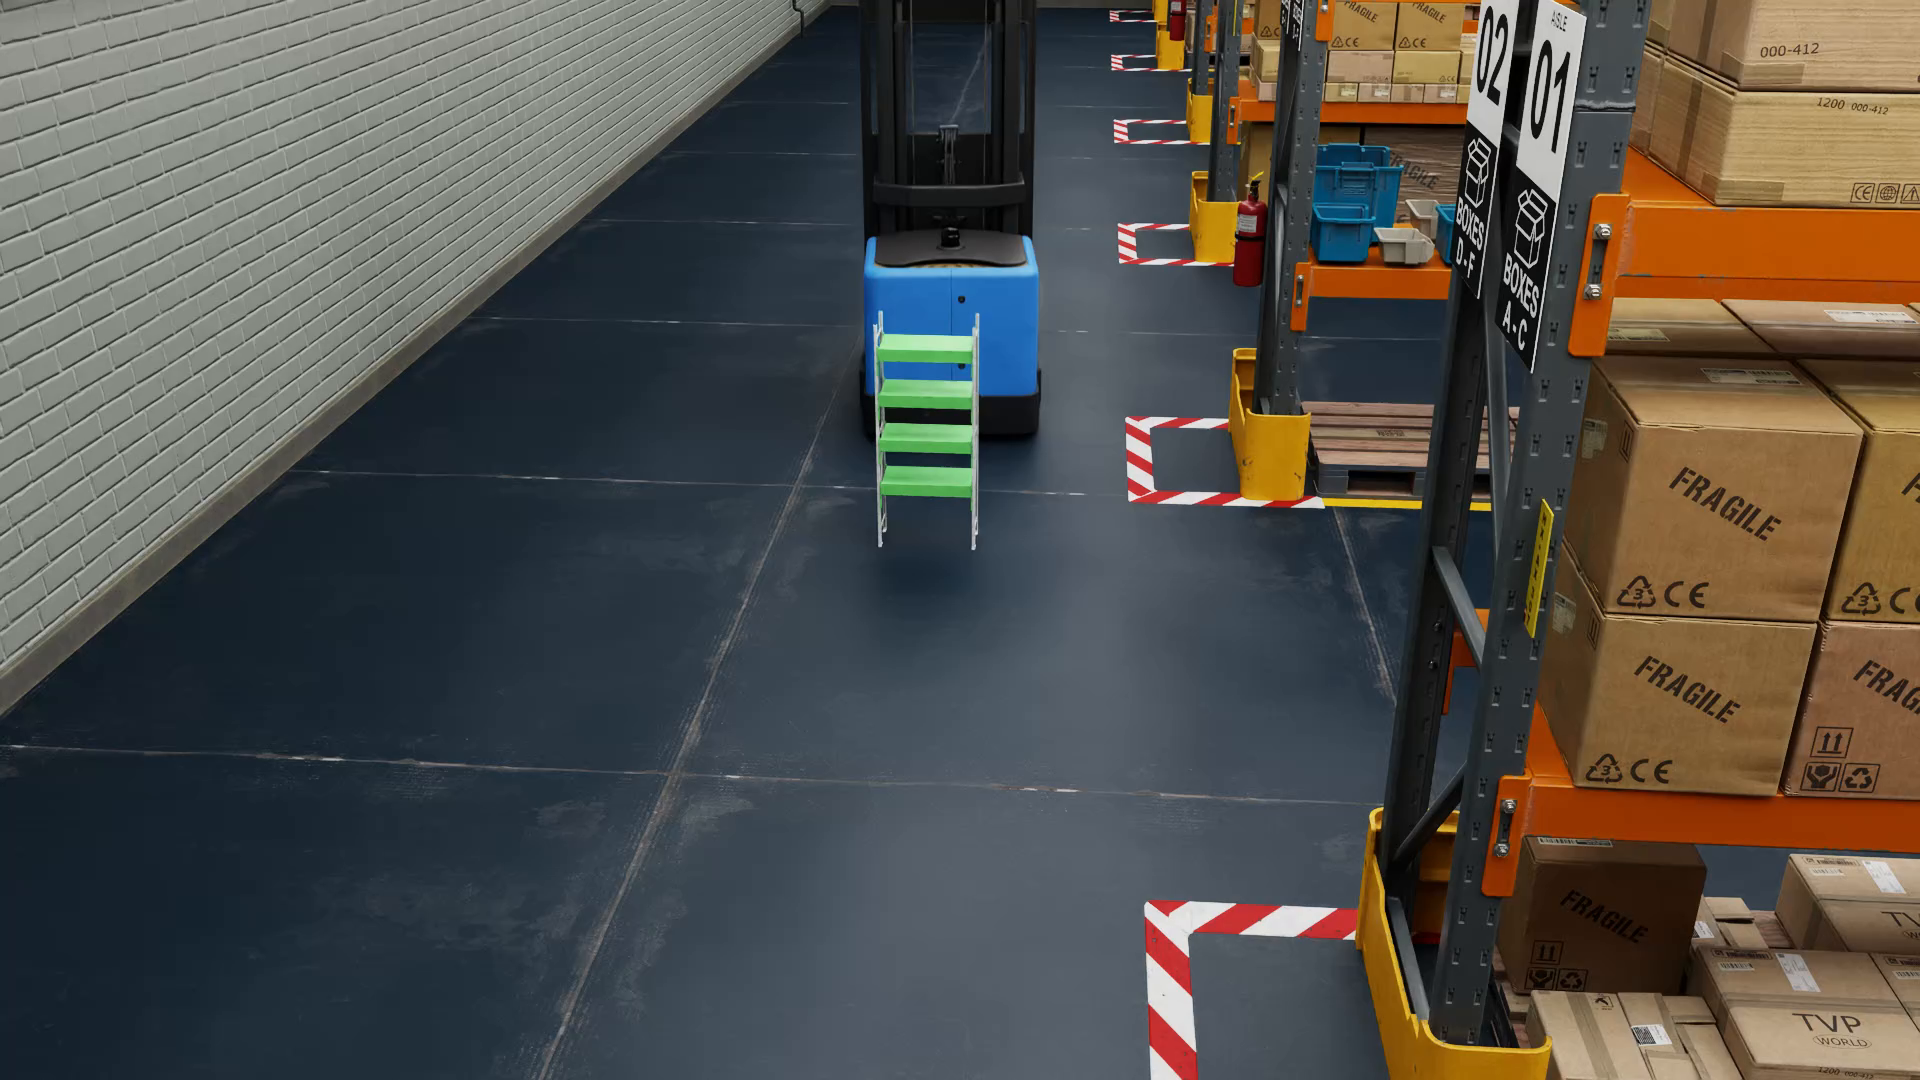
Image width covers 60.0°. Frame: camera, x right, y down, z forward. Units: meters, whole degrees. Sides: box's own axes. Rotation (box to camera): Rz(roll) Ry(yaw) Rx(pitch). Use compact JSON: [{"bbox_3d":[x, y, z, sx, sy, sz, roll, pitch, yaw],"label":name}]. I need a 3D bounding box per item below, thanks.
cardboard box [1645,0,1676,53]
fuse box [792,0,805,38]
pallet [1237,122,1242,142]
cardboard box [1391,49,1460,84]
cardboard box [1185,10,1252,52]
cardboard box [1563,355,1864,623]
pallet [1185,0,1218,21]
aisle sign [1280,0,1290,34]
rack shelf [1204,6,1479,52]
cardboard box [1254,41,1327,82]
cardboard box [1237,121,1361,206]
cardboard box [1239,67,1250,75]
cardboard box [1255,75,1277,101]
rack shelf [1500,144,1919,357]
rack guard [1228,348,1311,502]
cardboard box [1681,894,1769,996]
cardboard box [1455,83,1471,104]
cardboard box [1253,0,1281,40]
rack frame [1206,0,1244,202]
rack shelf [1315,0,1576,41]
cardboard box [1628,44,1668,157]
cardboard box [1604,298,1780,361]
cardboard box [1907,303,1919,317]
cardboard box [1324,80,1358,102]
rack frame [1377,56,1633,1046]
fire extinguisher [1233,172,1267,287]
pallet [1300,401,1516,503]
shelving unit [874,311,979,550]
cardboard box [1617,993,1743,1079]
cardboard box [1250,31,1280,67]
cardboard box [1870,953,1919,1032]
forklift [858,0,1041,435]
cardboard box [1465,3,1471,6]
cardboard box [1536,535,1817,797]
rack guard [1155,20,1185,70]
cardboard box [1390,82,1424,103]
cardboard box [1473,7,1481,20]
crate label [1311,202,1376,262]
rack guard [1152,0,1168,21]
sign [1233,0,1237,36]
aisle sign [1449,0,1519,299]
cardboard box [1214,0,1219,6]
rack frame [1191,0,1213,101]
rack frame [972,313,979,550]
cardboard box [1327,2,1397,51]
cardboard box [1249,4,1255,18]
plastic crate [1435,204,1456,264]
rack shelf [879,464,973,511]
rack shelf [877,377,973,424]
[{"bbox_3d":[1.954,-1.375,4.143,0.500,0.250,0.500,2,25,4],"label":"cardboard box"},{"bbox_3d":[-2.374,-8.479,25.130,0.414,1.711,0.539,2,25,4],"label":"fuse box"},{"bbox_3d":[3.548,-4.646,18.595,1.213,0.211,1.003,2,25,4],"label":"pallet"},{"bbox_3d":[3.662,-3.800,13.244,0.500,0.250,0.500,1,25,2],"label":"cardboard box"},{"bbox_3d":[3.609,-7.070,23.089,0.875,0.438,0.875,1,25,2],"label":"cardboard box"},{"bbox_3d":[1.845,-0.139,4.148,0.500,0.500,0.500,3,25,6],"label":"cardboard box"},{"bbox_3d":[4.190,-8.797,27.616,1.213,0.211,1.003,2,25,4],"label":"pallet"},{"bbox_3d":[1.756,-3.133,8.861,0.004,0.787,0.394,2,25,4],"label":"aisle sign"},{"bbox_3d":[4.659,-5.566,18.118,4.000,0.370,1.077,2,25,4],"label":"rack shelf"},{"bbox_3d":[2.643,-3.832,13.312,0.500,0.250,0.500,1,25,3],"label":"cardboard box"},{"bbox_3d":[2.829,-3.131,14.005,0.875,0.875,0.875,2,25,4],"label":"cardboard box"},{"bbox_3d":[3.212,-5.211,18.683,0.250,0.149,0.380,2,25,5],"label":"cardboard box"},{"bbox_3d":[2.513,-3.629,13.350,0.250,0.149,0.380,2,25,5],"label":"cardboard box"},{"bbox_3d":[3.417,-0.736,4.032,4.000,0.370,1.077,2,25,4],"label":"rack shelf"},{"bbox_3d":[1.781,-0.688,9.647,0.348,0.500,1.175,2,25,4],"label":"rack guard"},{"bbox_3d":[2.380,1.289,5.224,0.250,0.166,0.380,2,25,4],"label":"cardboard box"},{"bbox_3d":[4.047,-3.581,13.244,0.250,0.149,0.380,1,25,3],"label":"cardboard box"},{"bbox_3d":[2.691,-4.394,13.637,0.500,0.500,0.500,2,25,5],"label":"cardboard box"},{"bbox_3d":[2.185,-3.892,13.621,0.127,3.000,1.000,2,25,4],"label":"rack frame"},{"bbox_3d":[3.800,-2.800,8.519,4.000,0.370,1.077,2,25,4],"label":"rack shelf"},{"bbox_3d":[1.955,-1.152,4.255,0.500,0.250,0.500,2,25,4],"label":"cardboard box"},{"bbox_3d":[1.887,-0.364,4.636,0.500,0.500,0.500,2,25,4],"label":"cardboard box"},{"bbox_3d":[2.908,-0.333,4.570,0.500,0.500,0.500,3,25,5],"label":"cardboard box"},{"bbox_3d":[3.025,-3.614,13.316,0.250,0.149,0.380,1,25,3],"label":"cardboard box"},{"bbox_3d":[1.423,0.236,4.648,0.127,3.000,1.000,2,25,4],"label":"rack frame"},{"bbox_3d":[1.690,-1.818,9.651,0.183,0.674,0.296,2,25,4],"label":"fire extinguisher"},{"bbox_3d":[2.625,-0.519,9.625,1.213,0.211,1.003,2,25,4],"label":"pallet"},{"bbox_3d":[-0.165,-0.550,8.511,0.503,1.200,0.258,2,25,4],"label":"shelving unit"},{"bbox_3d":[2.063,1.488,4.791,0.250,0.166,0.380,2,25,4],"label":"cardboard box"},{"bbox_3d":[2.688,-4.055,13.797,0.500,0.250,0.500,1,25,3],"label":"cardboard box"},{"bbox_3d":[2.940,1.453,4.767,0.500,0.250,0.500,2,25,4],"label":"cardboard box"},{"bbox_3d":[-0.081,-2.531,10.743,1.130,2.935,3.031,-1,25,-1],"label":"forklift"},{"bbox_3d":[5.136,-5.940,17.596,0.500,0.500,0.500,2,25,4],"label":"cardboard box"},{"bbox_3d":[1.845,0.315,4.358,0.500,0.500,0.500,2,25,5],"label":"cardboard box"},{"bbox_3d":[2.919,-6.888,23.121,0.348,0.500,1.175,2,25,4],"label":"rack guard"},{"bbox_3d":[3.538,-3.597,13.280,0.250,0.149,0.380,1,25,3],"label":"cardboard box"},{"bbox_3d":[5.572,-5.659,17.760,0.250,0.149,0.380,1,25,3],"label":"cardboard box"},{"bbox_3d":[2.026,-1.634,8.842,0.303,0.233,0.416,2,25,4],"label":"crate label"},{"bbox_3d":[3.395,-8.954,27.610,0.348,0.500,1.175,2,25,4],"label":"rack guard"},{"bbox_3d":[2.136,-4.091,12.921,0.005,0.325,0.100,2,25,4],"label":"sign"},{"bbox_3d":[1.378,-1.075,4.387,0.004,0.787,0.394,2,25,4],"label":"aisle sign"},{"bbox_3d":[4.343,-8.898,27.408,0.250,0.149,0.380,1,25,2],"label":"cardboard box"},{"bbox_3d":[2.665,-5.956,18.106,0.127,3.000,1.000,2,25,4],"label":"rack frame"},{"bbox_3d":[0.078,-0.543,8.494,0.015,1.200,0.240,2,25,4],"label":"rack frame"},{"bbox_3d":[3.141,-4.156,13.120,0.500,0.500,0.500,1,25,3],"label":"cardboard box"},{"bbox_3d":[3.220,-5.704,17.859,0.250,0.149,0.380,3,25,6],"label":"cardboard box"},{"bbox_3d":[2.683,-1.613,8.796,0.300,0.233,0.416,2,25,4],"label":"plastic crate"},{"bbox_3d":[-0.165,-0.274,8.638,0.480,0.148,0.258,2,25,4],"label":"rack shelf"},{"bbox_3d":[-0.165,-0.710,8.437,0.480,0.148,0.258,2,25,4],"label":"rack shelf"}]
